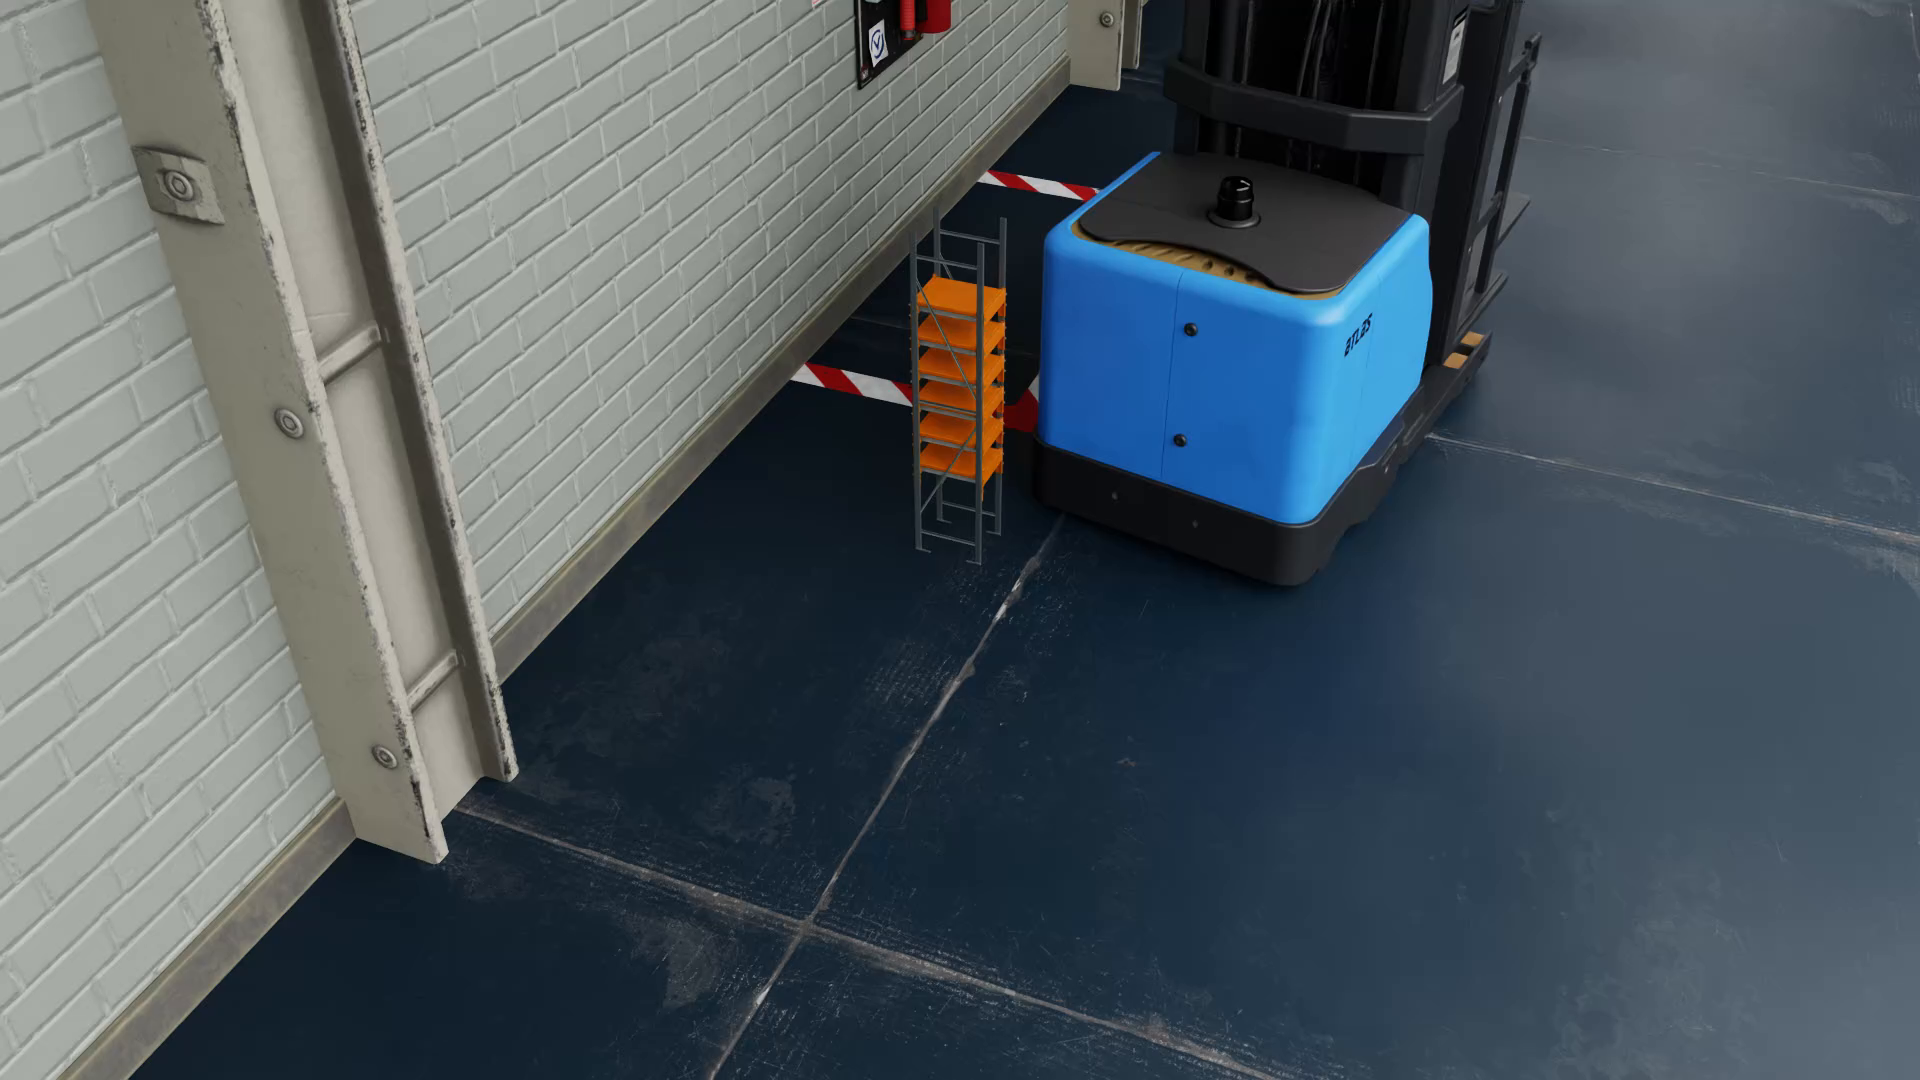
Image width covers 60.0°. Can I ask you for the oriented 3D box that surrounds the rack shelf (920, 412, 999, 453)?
[{"bbox_3d":[-0.005,-0.363,5.462,0.221,0.034,0.171,14,39,18],"label":"rack shelf"}]

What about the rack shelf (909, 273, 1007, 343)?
[{"bbox_3d":[-0.005,-0.725,5.191,0.258,0.103,0.180,14,39,18],"label":"rack shelf"}]

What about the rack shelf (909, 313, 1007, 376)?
[{"bbox_3d":[-0.005,-0.629,5.263,0.258,0.103,0.180,14,39,18],"label":"rack shelf"}]

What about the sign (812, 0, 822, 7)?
[{"bbox_3d":[7.911,-5.353,10.324,11.513,0.391,16.451,14,39,18],"label":"sign"}]

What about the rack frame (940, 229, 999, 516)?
[{"bbox_3d":[0.030,-0.523,5.448,0.228,1.046,0.002,14,39,18],"label":"rack frame"}]

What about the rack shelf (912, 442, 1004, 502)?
[{"bbox_3d":[-0.006,-0.245,5.550,0.258,0.103,0.180,14,39,18],"label":"rack shelf"}]

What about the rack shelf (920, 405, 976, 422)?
[{"bbox_3d":[-0.005,-0.453,5.395,0.199,0.020,0.166,14,39,18],"label":"rack shelf"}]

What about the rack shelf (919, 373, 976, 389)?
[{"bbox_3d":[-0.005,-0.549,5.323,0.199,0.020,0.166,14,39,18],"label":"rack shelf"}]

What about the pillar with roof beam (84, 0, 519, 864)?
[{"bbox_3d":[2.481,-1.878,0.746,9.100,9.000,0.400,14,39,18],"label":"pillar with roof beam"}]

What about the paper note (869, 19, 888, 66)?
[{"bbox_3d":[-0.324,-1.983,6.633,0.016,0.148,0.142,14,39,18],"label":"paper note"}]

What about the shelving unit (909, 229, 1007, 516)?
[{"bbox_3d":[-0.005,-0.473,5.381,0.258,1.046,0.183,14,39,18],"label":"shelving unit"}]

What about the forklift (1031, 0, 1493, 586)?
[{"bbox_3d":[1.460,-1.876,5.811,1.130,2.935,3.031,21,41,25],"label":"forklift"}]
